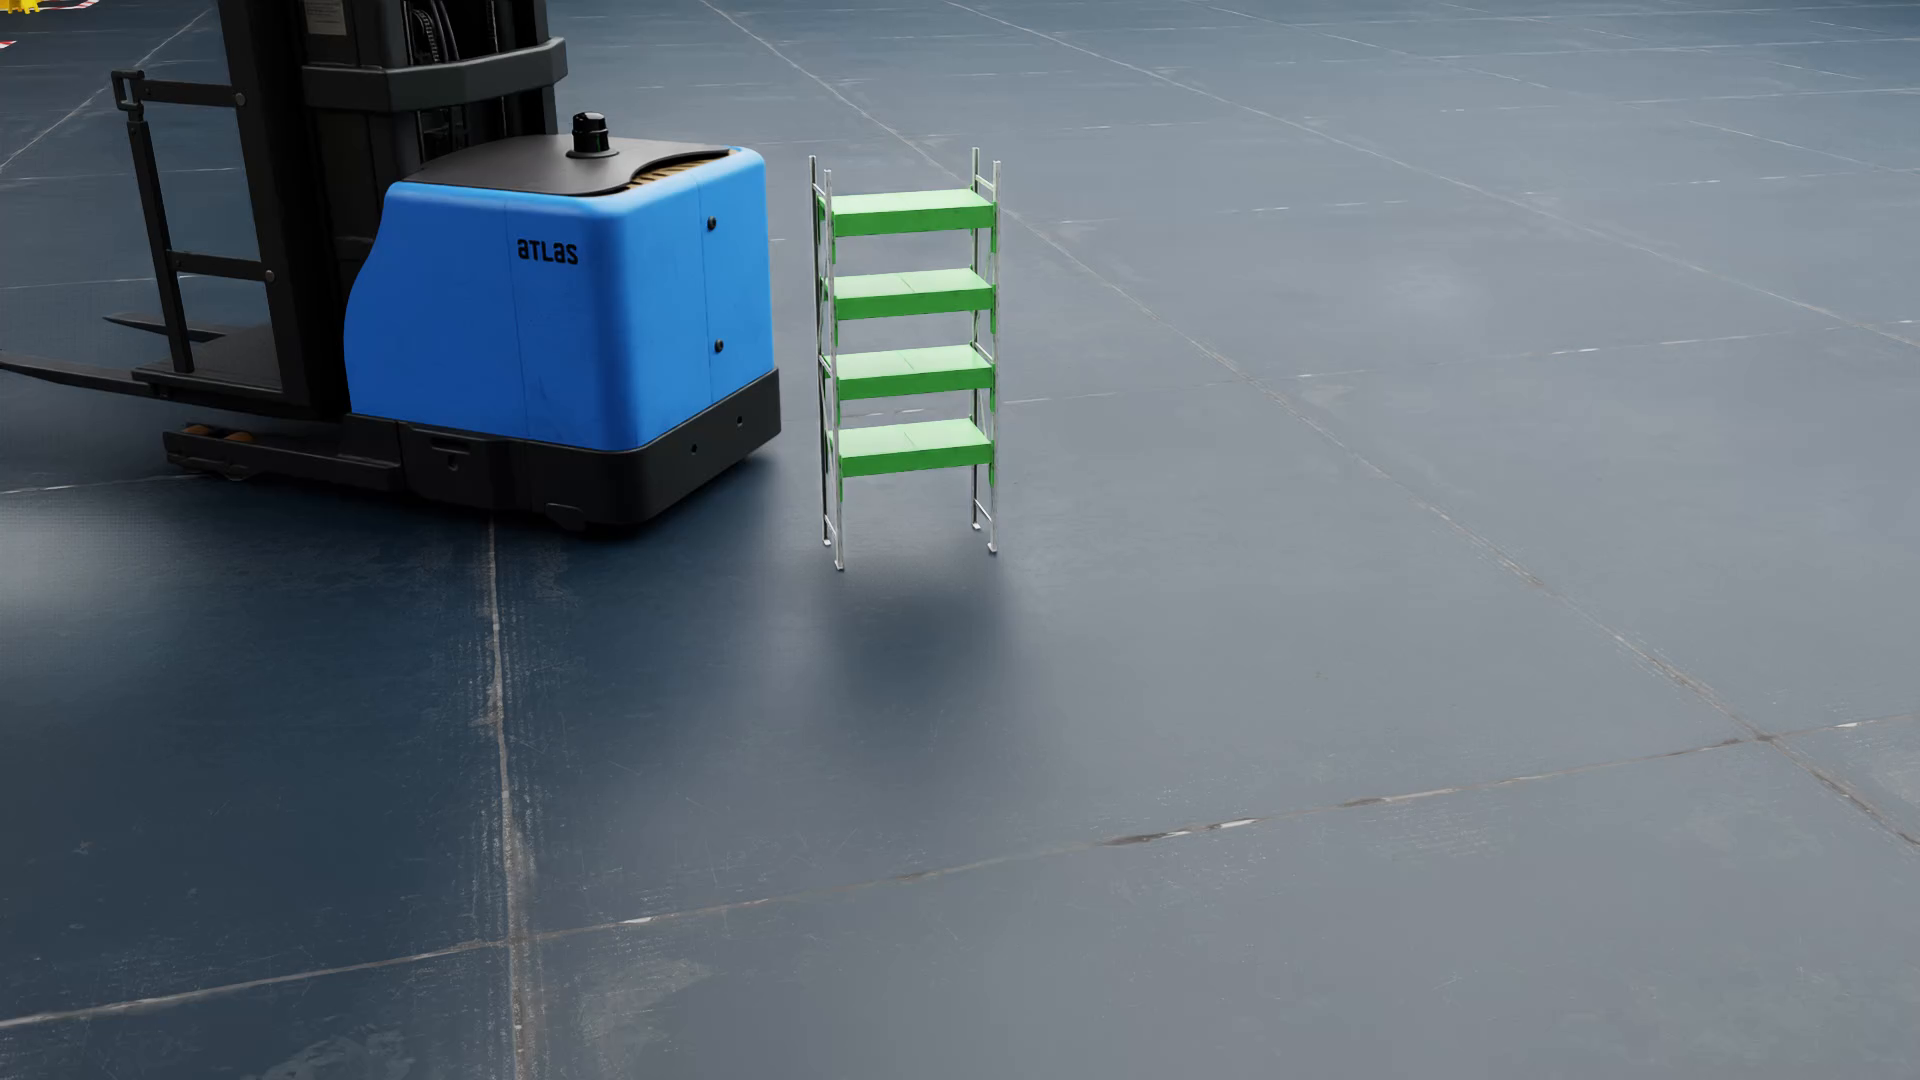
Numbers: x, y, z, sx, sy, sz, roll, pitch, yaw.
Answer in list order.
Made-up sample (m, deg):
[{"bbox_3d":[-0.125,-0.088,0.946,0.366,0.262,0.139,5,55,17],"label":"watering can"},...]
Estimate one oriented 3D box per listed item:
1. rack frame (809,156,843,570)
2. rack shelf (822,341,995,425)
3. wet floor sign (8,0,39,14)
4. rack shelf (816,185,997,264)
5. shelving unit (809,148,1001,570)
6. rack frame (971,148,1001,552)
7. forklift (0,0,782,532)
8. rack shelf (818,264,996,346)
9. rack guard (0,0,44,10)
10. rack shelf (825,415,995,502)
[{"bbox_3d":[-0.394,-0.508,4.912,0.015,1.200,0.240,-6,24,-14],"label":"rack frame"},{"bbox_3d":[-0.159,-0.475,4.998,0.480,0.148,0.258,-6,24,-14],"label":"rack shelf"},{"bbox_3d":[-11.329,-6.679,19.998,0.232,0.644,0.267,2,23,4],"label":"wet floor sign"},{"bbox_3d":[-0.159,-0.916,4.808,0.480,0.148,0.258,-6,24,-14],"label":"rack shelf"},{"bbox_3d":[-0.159,-0.534,4.972,0.503,1.200,0.258,-6,24,-14],"label":"shelving unit"},{"bbox_3d":[0.076,-0.560,5.033,0.015,1.200,0.240,-6,24,-14],"label":"rack frame"},{"bbox_3d":[-2.211,-1.729,5.563,3.031,2.935,1.130,9,25,20],"label":"forklift"},{"bbox_3d":[-0.159,-0.696,4.903,0.480,0.148,0.258,-6,24,-14],"label":"rack shelf"},{"bbox_3d":[-11.874,-6.990,20.908,0.348,0.500,1.175,-6,24,-14],"label":"rack guard"},{"bbox_3d":[-0.159,-0.254,5.092,0.480,0.148,0.258,-6,24,-14],"label":"rack shelf"}]
